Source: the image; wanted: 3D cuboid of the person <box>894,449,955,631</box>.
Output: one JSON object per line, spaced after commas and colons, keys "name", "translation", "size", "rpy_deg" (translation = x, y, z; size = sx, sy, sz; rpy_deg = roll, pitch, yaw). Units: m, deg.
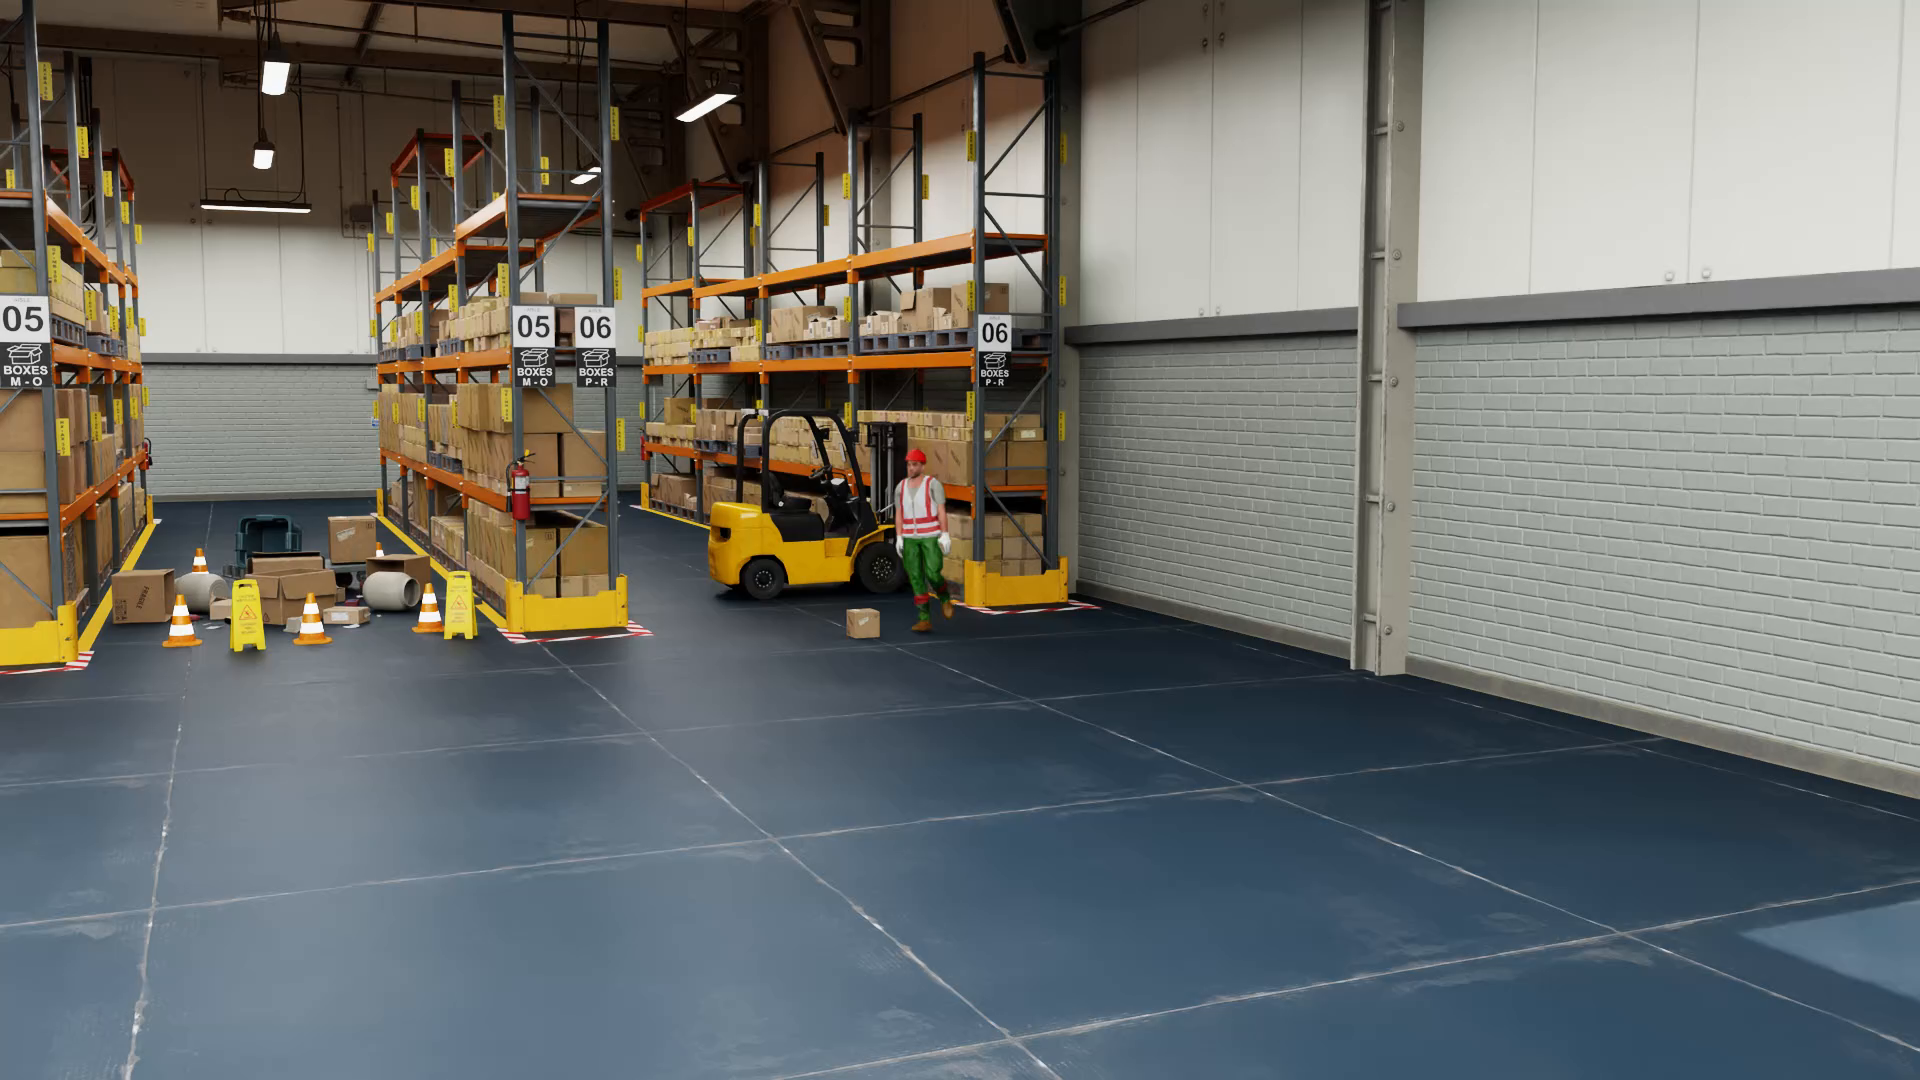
{"name": "person", "translation": [-0.360, -0.012, 16.481], "size": [0.607, 1.778, 0.597], "rpy_deg": [2, 6, 21]}
